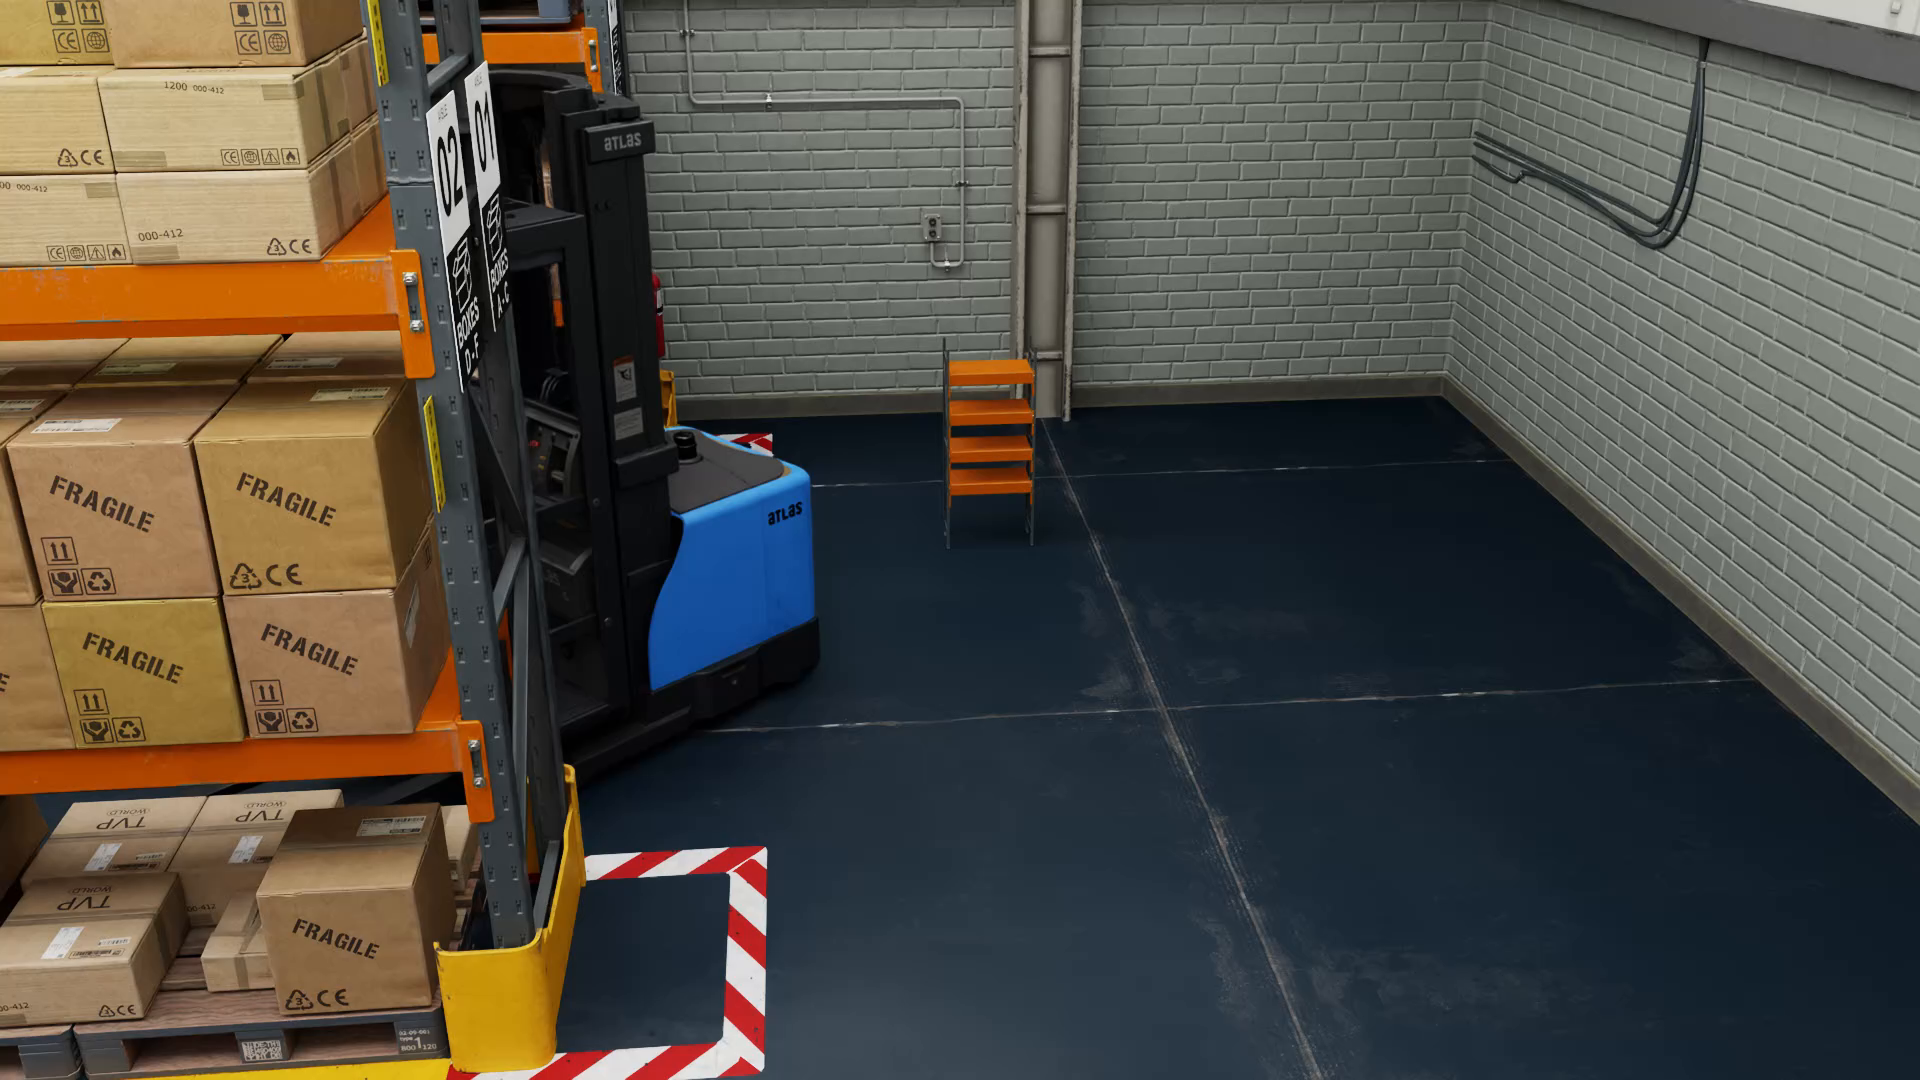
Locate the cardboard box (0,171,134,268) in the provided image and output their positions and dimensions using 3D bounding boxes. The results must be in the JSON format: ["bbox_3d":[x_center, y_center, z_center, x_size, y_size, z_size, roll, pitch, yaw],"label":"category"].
[{"bbox_3d":[-2.532,-0.957,4.701,0.500,0.250,0.500,-2,24,-5],"label":"cardboard box"}]

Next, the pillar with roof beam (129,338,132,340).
[{"bbox_3d":[-4.984,-3.019,5.462,0.400,9.000,9.100,-2,24,-5],"label":"pillar with roof beam"}]

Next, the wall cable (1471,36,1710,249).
[{"bbox_3d":[3.625,-3.203,9.700,0.112,2.526,3.097,-2,24,-5],"label":"wall cable"}]

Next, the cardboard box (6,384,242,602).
[{"bbox_3d":[-2.467,-0.150,5.041,0.500,0.500,0.500,-2,24,-4],"label":"cardboard box"}]

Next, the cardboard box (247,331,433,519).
[{"bbox_3d":[-2.015,-0.389,5.577,0.500,0.500,0.500,-2,24,-4],"label":"cardboard box"}]

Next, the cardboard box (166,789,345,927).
[{"bbox_3d":[-2.615,1.185,6.234,0.500,0.250,0.500,-2,24,-5],"label":"cardboard box"}]

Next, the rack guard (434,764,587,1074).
[{"bbox_3d":[-1.624,1.348,6.102,0.348,0.500,1.175,-2,24,-5],"label":"rack guard"}]

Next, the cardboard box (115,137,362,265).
[{"bbox_3d":[-2.033,-0.972,4.736,0.500,0.250,0.500,-2,24,-5],"label":"cardboard box"}]

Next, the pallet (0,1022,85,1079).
[{"bbox_3d":[-3.628,1.560,5.981,1.213,0.211,1.003,-2,24,-5],"label":"pallet"}]

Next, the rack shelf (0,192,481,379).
[{"bbox_3d":[-3.538,-0.759,4.958,4.000,0.370,1.077,-2,24,-5],"label":"rack shelf"}]

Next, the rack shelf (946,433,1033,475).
[{"bbox_3d":[0.165,-0.493,9.548,0.480,0.148,0.258,-2,24,-5],"label":"rack shelf"}]

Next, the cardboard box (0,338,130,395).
[{"bbox_3d":[-3.033,-0.347,5.483,0.500,0.500,0.500,-2,24,-4],"label":"cardboard box"}]

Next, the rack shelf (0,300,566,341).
[{"bbox_3d":[-4.029,-1.391,10.072,4.000,0.370,1.077,-2,24,-5],"label":"rack shelf"}]

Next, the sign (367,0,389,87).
[{"bbox_3d":[-1.513,-1.347,4.305,0.005,0.325,0.100,-2,24,-5],"label":"sign"}]

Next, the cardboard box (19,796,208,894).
[{"bbox_3d":[-3.112,1.205,6.189,0.500,0.250,0.500,-2,24,-5],"label":"cardboard box"}]

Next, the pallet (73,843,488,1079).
[{"bbox_3d":[-2.417,1.512,6.088,1.213,0.211,1.003,-2,24,-5],"label":"pallet"}]

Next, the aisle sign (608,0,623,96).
[{"bbox_3d":[-1.937,-2.869,9.311,0.004,0.787,0.394,-2,24,-5],"label":"aisle sign"}]

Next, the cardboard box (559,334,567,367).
[{"bbox_3d":[-2.621,-1.163,10.435,0.250,0.149,0.380,-2,24,-5],"label":"cardboard box"}]

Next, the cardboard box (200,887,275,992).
[{"bbox_3d":[-2.477,1.397,5.860,0.250,0.166,0.380,-2,24,-5],"label":"cardboard box"}]

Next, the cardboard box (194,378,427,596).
[{"bbox_3d":[-1.964,-0.171,5.087,0.500,0.500,0.500,-3,24,-6],"label":"cardboard box"}]

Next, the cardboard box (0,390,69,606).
[{"bbox_3d":[-2.982,-0.128,4.990,0.500,0.500,0.500,-2,24,-4],"label":"cardboard box"}]

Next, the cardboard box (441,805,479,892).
[{"bbox_3d":[-1.998,1.182,6.365,0.250,0.149,0.380,-2,24,-5],"label":"cardboard box"}]

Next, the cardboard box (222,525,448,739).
[{"bbox_3d":[-1.967,0.285,5.293,0.500,0.500,0.500,-2,24,-4],"label":"cardboard box"}]

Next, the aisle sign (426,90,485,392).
[{"bbox_3d":[-1.450,-0.864,4.800,0.004,0.787,0.394,-2,24,-5],"label":"aisle sign"}]

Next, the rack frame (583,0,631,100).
[{"bbox_3d":[-2.039,-1.799,10.105,0.127,3.000,1.000,-2,24,-5],"label":"rack frame"}]

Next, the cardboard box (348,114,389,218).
[{"bbox_3d":[-2.084,-1.182,5.207,0.500,0.250,0.500,-2,24,-5],"label":"cardboard box"}]

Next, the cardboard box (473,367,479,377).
[{"bbox_3d":[-2.835,-0.998,10.065,0.250,0.149,0.380,-3,24,-6],"label":"cardboard box"}]

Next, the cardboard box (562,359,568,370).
[{"bbox_3d":[-2.725,-0.781,10.374,0.500,0.500,0.700,-2,24,-5],"label":"cardboard box"}]

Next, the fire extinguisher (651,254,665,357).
[{"bbox_3d":[-1.843,-1.413,9.791,0.183,0.674,0.296,-2,24,-5],"label":"fire extinguisher"}]

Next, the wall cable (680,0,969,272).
[{"bbox_3d":[-0.857,-2.697,10.874,1.851,1.984,0.084,-2,24,-5],"label":"wall cable"}]

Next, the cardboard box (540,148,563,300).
[{"bbox_3d":[-2.545,-1.912,9.989,0.700,0.700,0.980,-1,24,-3],"label":"cardboard box"}]

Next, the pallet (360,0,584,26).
[{"bbox_3d":[-2.776,-3.096,9.438,1.213,0.211,1.003,-2,24,-5],"label":"pallet"}]

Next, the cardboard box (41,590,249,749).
[{"bbox_3d":[-2.483,0.307,5.243,0.500,0.500,0.500,-2,24,-5],"label":"cardboard box"}]

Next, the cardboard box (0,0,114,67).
[{"bbox_3d":[-2.564,-1.658,4.739,0.500,0.500,0.700,-2,24,-5],"label":"cardboard box"}]

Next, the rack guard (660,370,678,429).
[{"bbox_3d":[-2.015,-0.658,10.615,0.348,0.500,1.175,-2,24,-5],"label":"rack guard"}]

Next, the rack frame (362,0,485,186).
[{"bbox_3d":[-1.548,-2.539,4.382,0.127,3.000,1.000,-2,24,-5],"label":"rack frame"}]

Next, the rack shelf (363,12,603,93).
[{"bbox_3d":[-4.029,-2.762,9.462,4.000,0.370,1.077,-2,24,-5],"label":"rack shelf"}]

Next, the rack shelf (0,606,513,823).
[{"bbox_3d":[-3.538,0.611,5.567,4.000,0.370,1.077,-2,24,-5],"label":"rack shelf"}]

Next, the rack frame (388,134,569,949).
[{"bbox_3d":[-1.548,0.203,5.601,0.127,3.000,1.000,-2,24,-5],"label":"rack frame"}]

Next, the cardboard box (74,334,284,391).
[{"bbox_3d":[-2.535,-0.365,5.523,0.500,0.500,0.500,-2,24,-5],"label":"cardboard box"}]

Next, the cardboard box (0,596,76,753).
[{"bbox_3d":[-2.980,0.325,5.203,0.500,0.500,0.500,-2,24,-5],"label":"cardboard box"}]

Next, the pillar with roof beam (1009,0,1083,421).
[{"bbox_3d":[0.986,-3.258,6.001,0.400,9.000,9.100,-2,24,-5],"label":"pillar with roof beam"}]

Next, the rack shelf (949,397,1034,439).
[{"bbox_3d":[0.165,-0.698,9.458,0.480,0.148,0.258,-2,24,-5],"label":"rack shelf"}]

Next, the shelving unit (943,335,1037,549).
[{"bbox_3d":[0.165,-0.555,9.521,0.503,1.200,0.258,-2,24,-5],"label":"shelving unit"}]

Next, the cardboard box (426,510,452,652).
[{"bbox_3d":[-2.015,0.068,5.780,0.500,0.500,0.500,-2,24,-4],"label":"cardboard box"}]

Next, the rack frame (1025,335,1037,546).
[{"bbox_3d":[0.408,-0.565,9.543,0.015,1.200,0.240,-2,24,-5],"label":"rack frame"}]

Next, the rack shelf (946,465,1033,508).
[{"bbox_3d":[0.165,-0.312,9.629,0.480,0.148,0.258,-2,24,-5],"label":"rack shelf"}]

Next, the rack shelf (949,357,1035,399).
[{"bbox_3d":[0.165,-0.914,9.362,0.480,0.148,0.258,-2,24,-5],"label":"rack shelf"}]

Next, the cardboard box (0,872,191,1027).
[{"bbox_3d":[-3.013,1.405,5.739,0.500,0.250,0.500,-2,24,-5],"label":"cardboard box"}]

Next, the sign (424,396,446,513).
[{"bbox_3d":[-1.513,-0.246,4.795,0.005,0.325,0.100,-2,24,-5],"label":"sign"}]

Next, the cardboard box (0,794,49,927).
[{"bbox_3d":[-3.659,1.225,5.833,0.637,0.503,0.797,-2,24,-5],"label":"cardboard box"}]

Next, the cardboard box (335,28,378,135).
[{"bbox_3d":[-2.085,-1.413,5.111,0.500,0.250,0.500,-2,24,-5],"label":"cardboard box"}]

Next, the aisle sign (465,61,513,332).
[{"bbox_3d":[-1.509,-1.107,5.346,0.004,0.787,0.394,-2,24,-5],"label":"aisle sign"}]

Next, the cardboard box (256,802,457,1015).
[{"bbox_3d":[-2.065,1.265,5.746,0.500,0.500,0.500,-2,24,-5],"label":"cardboard box"}]

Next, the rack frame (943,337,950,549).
[{"bbox_3d":[-0.078,-0.545,9.499,0.015,1.200,0.240,-2,24,-5],"label":"rack frame"}]

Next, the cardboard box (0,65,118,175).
[{"bbox_3d":[-2.532,-1.184,4.597,0.500,0.250,0.500,-2,24,-5],"label":"cardboard box"}]

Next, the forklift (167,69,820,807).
[{"bbox_3d":[-2.062,-0.382,7.001,1.130,2.935,3.031,21,31,38],"label":"forklift"}]

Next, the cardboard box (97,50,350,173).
[{"bbox_3d":[-2.034,-1.204,4.642,0.500,0.250,0.500,-2,24,-5],"label":"cardboard box"}]

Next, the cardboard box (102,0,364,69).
[{"bbox_3d":[-2.058,-1.643,4.707,0.500,0.500,0.700,-2,24,-5],"label":"cardboard box"}]
